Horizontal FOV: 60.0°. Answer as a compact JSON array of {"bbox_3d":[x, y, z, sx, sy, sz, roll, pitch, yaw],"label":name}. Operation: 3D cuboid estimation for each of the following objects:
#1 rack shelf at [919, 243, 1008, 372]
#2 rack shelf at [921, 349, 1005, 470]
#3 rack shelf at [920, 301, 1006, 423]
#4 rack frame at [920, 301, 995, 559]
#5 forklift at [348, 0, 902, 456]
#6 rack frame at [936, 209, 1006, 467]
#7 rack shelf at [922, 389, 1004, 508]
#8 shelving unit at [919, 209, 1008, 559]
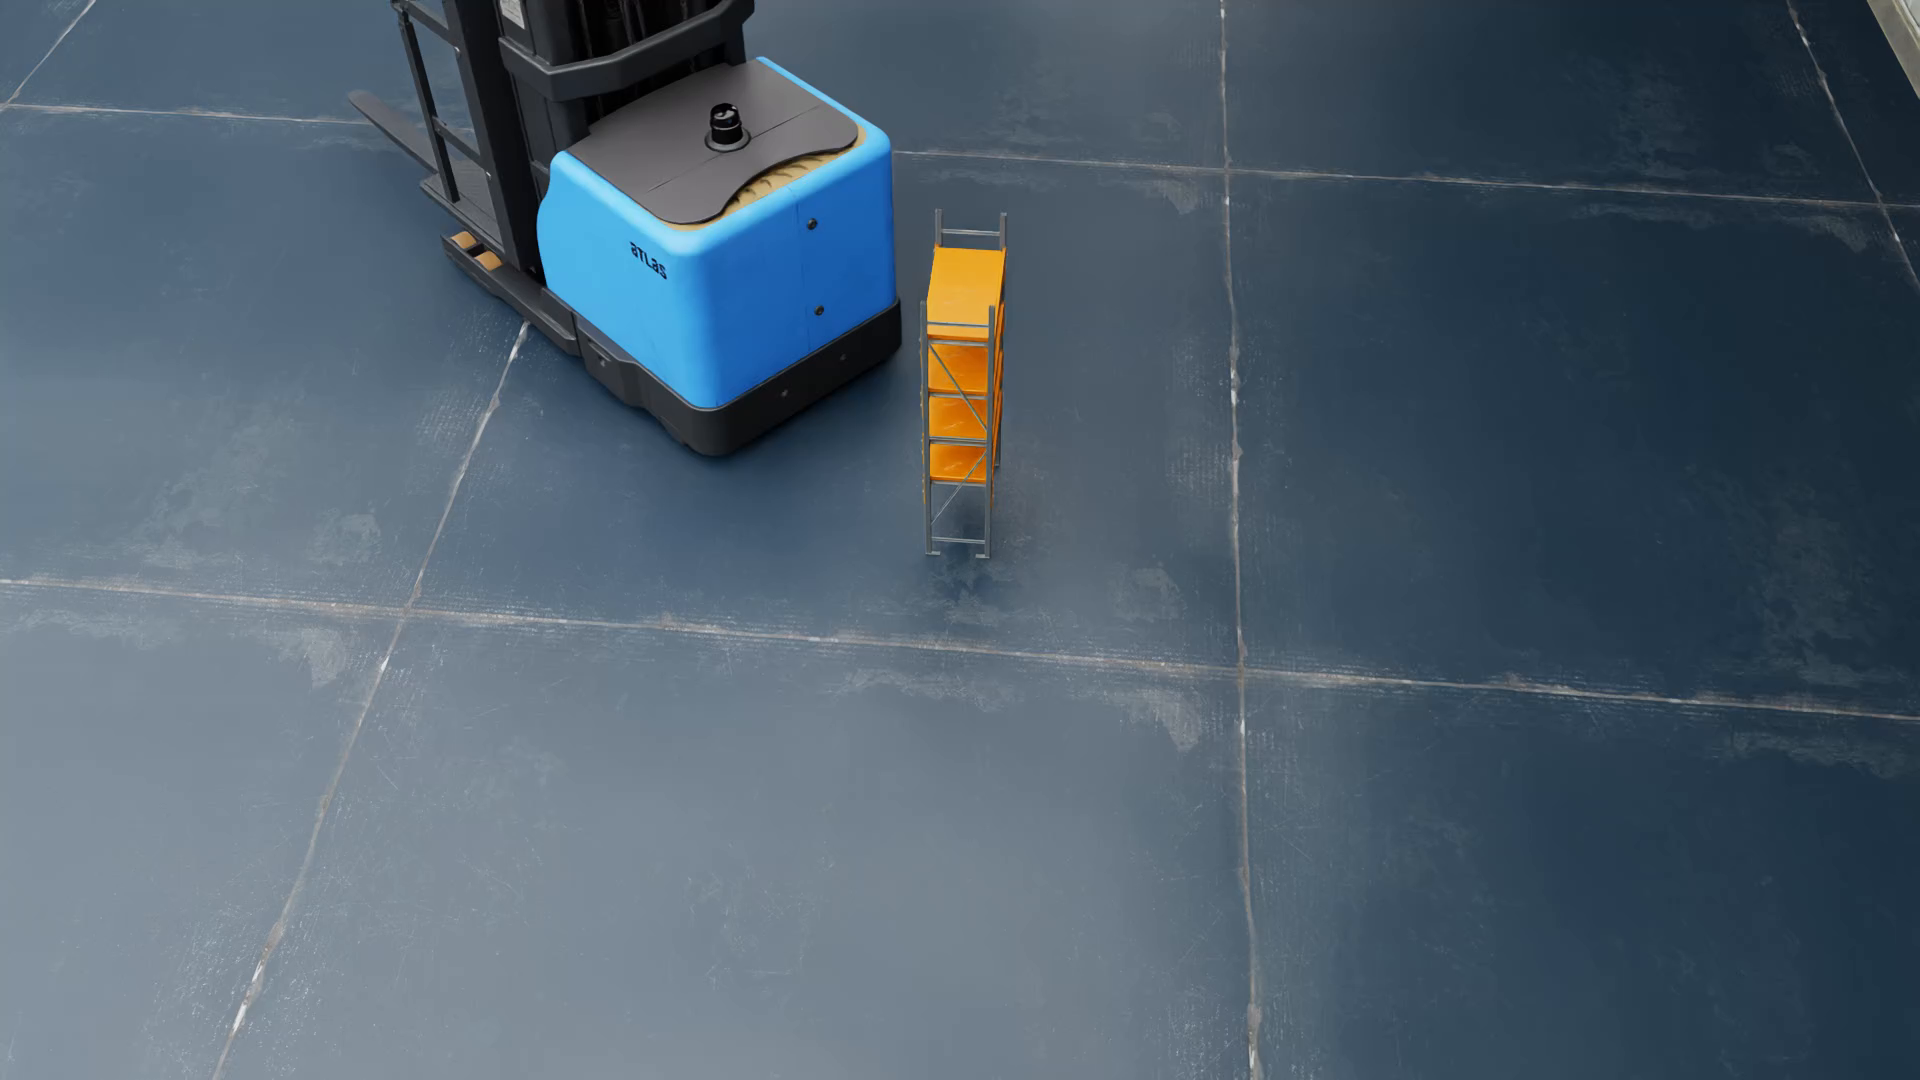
[{"bbox_3d":[0.015,-0.792,5.629,0.258,0.148,0.480,4,48,4],"label":"rack shelf"},{"bbox_3d":[0.015,-0.481,5.968,0.258,0.148,0.480,4,48,4],"label":"rack shelf"},{"bbox_3d":[0.015,-0.632,5.803,0.258,0.148,0.480,4,48,4],"label":"rack shelf"},{"bbox_3d":[-0.007,-0.347,5.755,0.240,1.200,0.015,4,48,4],"label":"rack frame"},{"bbox_3d":[-1.620,-2.310,6.376,1.130,2.935,3.031,-35,56,-28],"label":"forklift"},{"bbox_3d":[0.037,-0.706,6.083,0.240,1.200,0.015,4,48,4],"label":"rack frame"},{"bbox_3d":[0.015,-0.347,6.115,0.258,0.148,0.480,4,48,4],"label":"rack shelf"},{"bbox_3d":[0.015,-0.527,5.919,0.258,1.200,0.503,4,48,4],"label":"shelving unit"}]
